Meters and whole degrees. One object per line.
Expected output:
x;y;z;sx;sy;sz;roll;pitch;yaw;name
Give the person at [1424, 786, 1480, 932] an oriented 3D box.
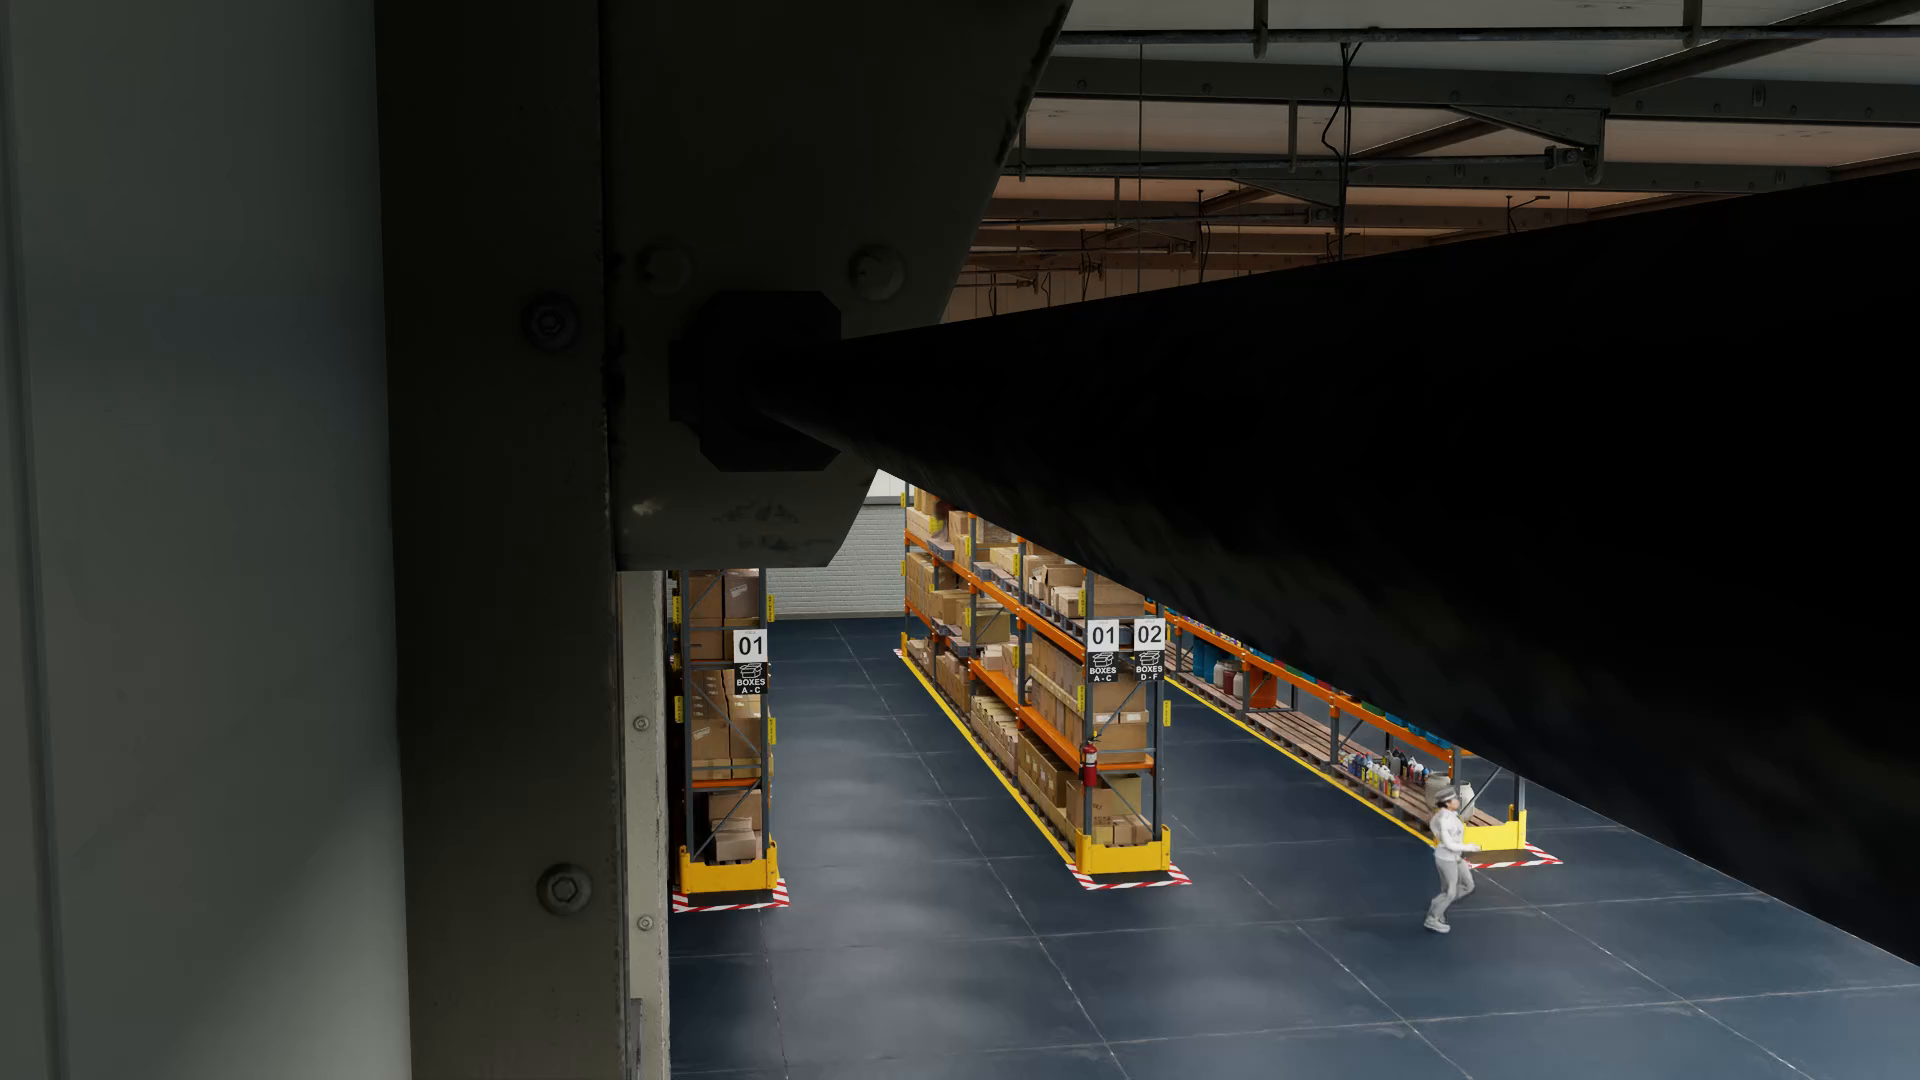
5.518;3.573;18.622;0.577;1.654;0.560;2;6;20;person
